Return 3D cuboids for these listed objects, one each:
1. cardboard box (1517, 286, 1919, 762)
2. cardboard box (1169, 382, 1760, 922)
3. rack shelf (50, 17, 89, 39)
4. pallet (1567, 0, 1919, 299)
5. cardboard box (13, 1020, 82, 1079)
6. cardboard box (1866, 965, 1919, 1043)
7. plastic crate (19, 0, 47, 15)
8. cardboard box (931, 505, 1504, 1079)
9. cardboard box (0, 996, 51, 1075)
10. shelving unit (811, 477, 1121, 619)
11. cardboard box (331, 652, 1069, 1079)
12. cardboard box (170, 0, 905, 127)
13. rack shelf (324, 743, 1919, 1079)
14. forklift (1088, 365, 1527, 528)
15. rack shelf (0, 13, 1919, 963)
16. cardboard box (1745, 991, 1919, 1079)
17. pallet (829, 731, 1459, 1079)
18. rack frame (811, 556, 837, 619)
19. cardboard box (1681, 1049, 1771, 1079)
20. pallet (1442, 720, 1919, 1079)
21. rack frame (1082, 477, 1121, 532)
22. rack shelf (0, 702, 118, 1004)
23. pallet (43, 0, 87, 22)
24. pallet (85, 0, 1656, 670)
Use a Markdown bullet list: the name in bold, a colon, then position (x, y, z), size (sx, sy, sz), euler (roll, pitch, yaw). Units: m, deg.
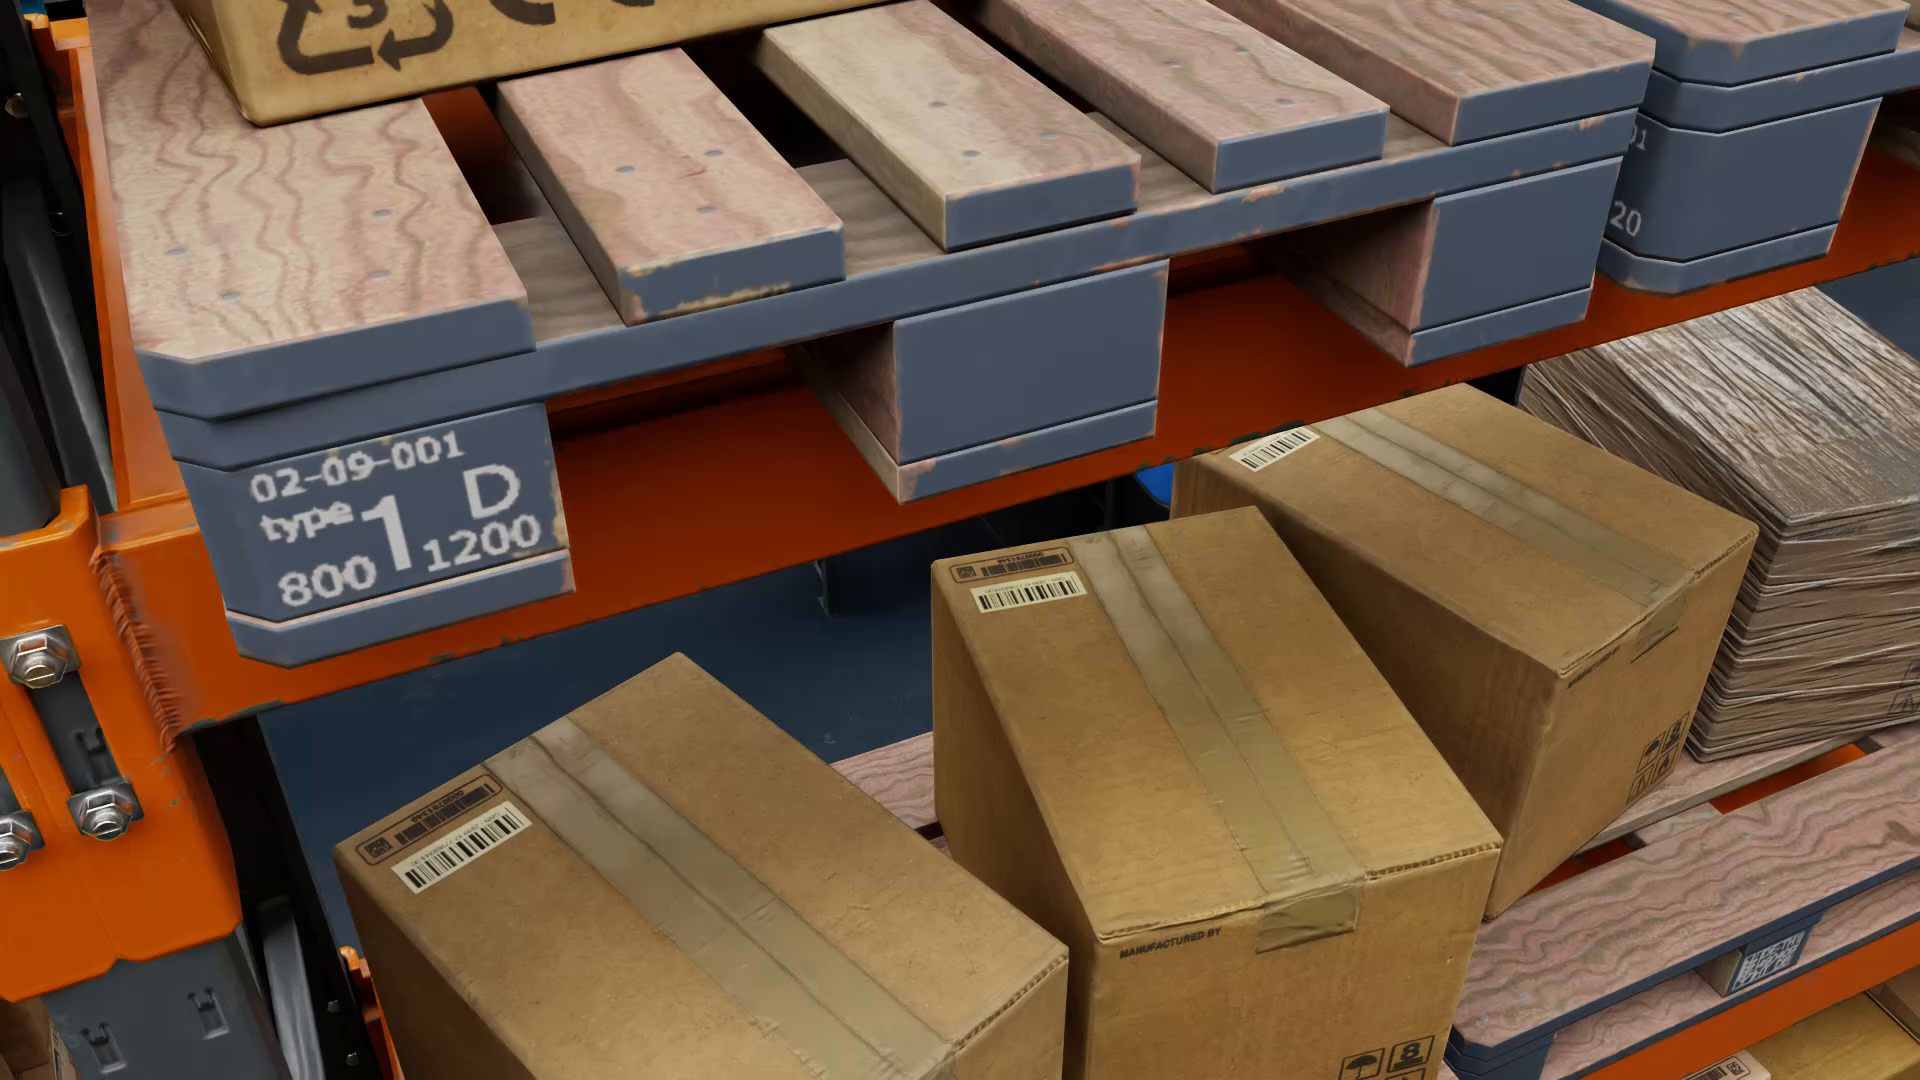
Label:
- **cardboard box**: position (1.364, -0.070, 2.890), size (0.500, 0.500, 0.700), euler (-9, 37, -11)
- **cardboard box**: position (0.747, 0.113, 2.643), size (0.500, 0.500, 0.700), euler (-26, 44, -31)
- **rack shelf**: position (-4.737, -1.075, 5.285), size (4.000, 0.370, 1.077), euler (-16, 39, -20)
- **pallet**: position (0.732, -0.718, 1.840), size (1.003, 0.211, 1.213), euler (-16, 39, -20)
- **cardboard box**: position (-1.403, 0.744, 2.145), size (0.500, 0.500, 0.500), euler (-15, 39, -19)
- **cardboard box**: position (1.999, 0.696, 3.394), size (0.500, 0.250, 0.500), euler (-14, 39, -18)
- **plastic crate**: position (-3.205, -1.585, 5.333), size (0.575, 0.384, 0.392), euler (-16, 39, -20)
- **cardboard box**: position (0.294, 0.386, 2.275), size (0.500, 0.500, 0.700), euler (-10, 38, -13)
- **cardboard box**: position (-1.372, 0.328, 1.866), size (0.500, 0.500, 0.500), euler (-15, 39, -19)
- **shelving unit**: position (-0.041, -0.604, 5.305), size (1.048, 1.500, 0.538), euler (-14, 39, -18)
- **cardboard box**: position (-0.302, 0.594, 1.995), size (0.500, 0.500, 0.700), euler (-30, 46, -34)
- **cardboard box**: position (-0.338, -0.739, 1.190), size (0.600, 0.600, 0.600), euler (-19, 41, -24)
- **rack shelf**: position (0.985, 0.585, 3.047), size (4.000, 0.370, 1.077), euler (-16, 39, -20)
- **forklift**: position (1.861, -1.640, 5.501), size (3.031, 2.935, 1.130), euler (-14, 39, -18)
- **rack shelf**: position (0.985, -0.620, 2.154), size (4.000, 0.370, 1.077), euler (-16, 39, -20)
- **cardboard box**: position (1.580, 1.111, 3.463), size (0.500, 0.500, 0.500), euler (-17, 40, -22)
- **pallet**: position (-0.056, 0.736, 2.401), size (1.213, 0.211, 1.003), euler (-16, 39, -20)
- **rack frame**: position (-0.510, -0.487, 5.148), size (0.032, 1.500, 0.500), euler (-14, 39, -18)
- **cardboard box**: position (1.075, 0.957, 3.041), size (0.500, 0.250, 0.500), euler (-16, 40, -21)
- **pallet**: position (1.037, 0.362, 2.906), size (1.213, 0.211, 1.003), euler (-16, 39, -20)
- **rack frame**: position (0.428, -0.721, 5.463), size (0.032, 1.500, 0.500), euler (-14, 39, -18)
- **rack shelf**: position (-2.636, 0.393, 0.789), size (4.000, 0.370, 1.077), euler (-16, 39, -20)
- **pallet**: position (-5.753, -3.271, 9.982), size (1.213, 0.211, 1.003), euler (-16, 39, -20)
- **pallet**: position (-0.205, -0.454, 1.484), size (1.003, 0.211, 1.213), euler (-16, 39, -20)
